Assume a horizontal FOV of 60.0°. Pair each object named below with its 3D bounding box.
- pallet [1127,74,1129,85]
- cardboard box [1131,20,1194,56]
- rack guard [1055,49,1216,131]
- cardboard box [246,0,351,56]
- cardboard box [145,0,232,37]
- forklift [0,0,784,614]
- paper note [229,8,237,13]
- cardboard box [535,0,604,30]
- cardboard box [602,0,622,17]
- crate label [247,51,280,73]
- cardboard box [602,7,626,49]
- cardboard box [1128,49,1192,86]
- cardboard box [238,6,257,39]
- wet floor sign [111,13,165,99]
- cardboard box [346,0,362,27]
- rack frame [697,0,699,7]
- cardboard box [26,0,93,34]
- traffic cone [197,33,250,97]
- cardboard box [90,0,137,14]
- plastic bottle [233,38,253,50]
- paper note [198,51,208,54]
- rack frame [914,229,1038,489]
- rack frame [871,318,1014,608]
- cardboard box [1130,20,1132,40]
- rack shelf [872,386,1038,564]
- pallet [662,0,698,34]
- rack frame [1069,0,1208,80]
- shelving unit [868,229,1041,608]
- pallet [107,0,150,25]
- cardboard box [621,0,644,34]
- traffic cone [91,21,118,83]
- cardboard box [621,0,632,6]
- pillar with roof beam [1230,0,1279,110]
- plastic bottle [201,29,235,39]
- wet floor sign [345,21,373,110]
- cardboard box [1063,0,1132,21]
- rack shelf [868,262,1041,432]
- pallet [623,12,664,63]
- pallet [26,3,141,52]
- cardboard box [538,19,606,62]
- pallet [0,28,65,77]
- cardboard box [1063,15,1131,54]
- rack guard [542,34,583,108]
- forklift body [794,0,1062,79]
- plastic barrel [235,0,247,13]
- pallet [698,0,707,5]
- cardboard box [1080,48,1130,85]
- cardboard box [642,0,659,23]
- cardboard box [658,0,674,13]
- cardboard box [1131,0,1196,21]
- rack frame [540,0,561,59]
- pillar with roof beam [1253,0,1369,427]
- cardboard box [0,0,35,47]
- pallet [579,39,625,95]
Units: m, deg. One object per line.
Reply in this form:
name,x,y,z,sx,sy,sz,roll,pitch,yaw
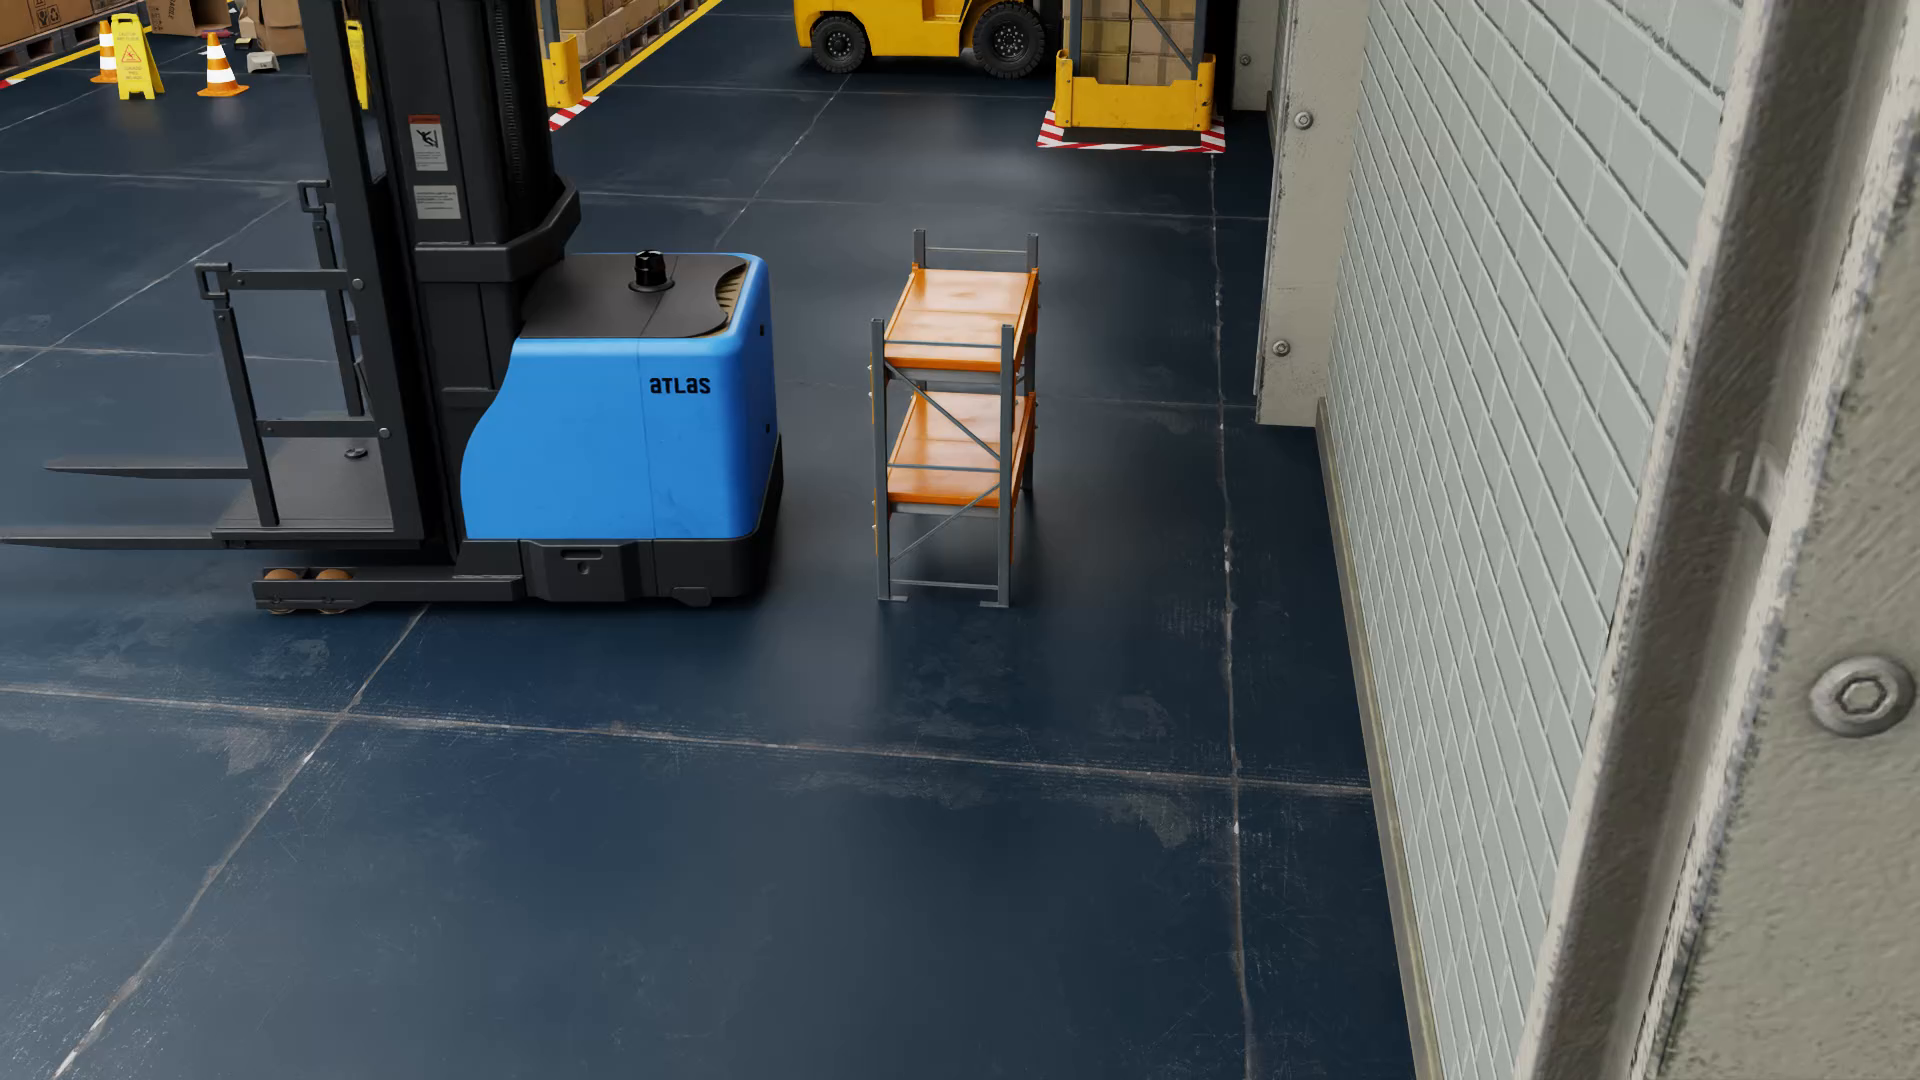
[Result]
pallet,1.366,-3.631,13.268,1.003,0.211,1.213,3,28,6
cardboard box,1.578,-3.900,12.756,0.500,0.250,0.500,4,29,7
rack guard,1.311,-3.385,12.505,1.175,0.500,0.348,3,28,6
cardboard box,-5.910,-4.658,14.866,0.797,0.503,0.637,-17,33,-29
cardboard box,-7.219,-5.016,15.531,0.500,0.500,0.500,8,29,15
forklift,-2.261,-1.263,6.004,3.031,2.935,1.130,0,28,0
paper note,-7.231,-5.230,16.425,0.147,0.020,0.142,-17,33,-29
cardboard box,-3.237,-4.462,13.536,0.500,0.500,0.500,2,28,4
cardboard box,-3.177,-4.709,13.993,0.500,0.500,0.500,2,28,4
crate label,-5.949,-4.078,14.176,0.250,0.136,0.298,-11,30,-20
cardboard box,-3.169,-4.361,14.138,0.500,0.250,0.500,4,29,8
cardboard box,1.568,-3.691,12.894,0.500,0.250,0.500,3,29,6
cardboard box,-6.430,-4.786,15.354,0.396,0.266,0.258,8,29,15
wet floor sign,-6.576,-3.858,13.231,0.267,0.644,0.232,-1,28,-3
cardboard box,-5.804,-5.158,15.651,0.797,0.637,0.503,3,28,6
rack frame,-3.122,-6.666,15.961,1.000,3.000,0.127,3,28,6
cardboard box,-8.414,-5.010,14.684,0.875,0.875,0.875,3,28,5
traffic cone,-5.984,-3.848,13.405,0.336,0.463,0.334,3,28,6
cardboard box,-8.301,-5.439,15.481,0.875,0.875,0.875,4,29,7
plastic bottle,-6.465,-4.485,15.010,0.133,0.061,0.283,-6,29,-11
paper note,-6.666,-4.335,14.766,0.144,0.017,0.142,14,31,24
rack frame,0.063,-0.738,6.933,0.500,1.125,0.032,3,28,6
rack frame,-0.061,-0.259,6.045,0.500,1.125,0.032,3,28,6
cardboard box,1.136,-4.174,13.263,0.500,0.250,0.500,3,28,6
rack shelf,0.001,-0.283,6.605,0.538,0.278,1.000,3,28,6
pallet,-3.170,-5.120,16.031,1.003,0.211,1.213,3,28,6
rack frame,1.314,-4.496,11.933,1.000,3.000,0.127,3,28,6
shelving unit,0.001,-0.498,6.489,0.538,1.125,1.048,3,28,6
pallet,-8.218,-5.325,16.412,1.003,0.211,1.213,3,28,6
cardboard box,-3.115,-4.619,14.616,0.500,0.250,0.500,5,29,10
traffic cone,-7.063,-4.074,13.824,0.336,0.463,0.334,3,28,6
cardboard box,-3.108,-4.944,14.431,0.500,0.500,0.500,4,29,7
pillar with roof beam,-1.979,-7.663,11.486,9.100,9.000,0.400,3,28,6
plastic bottle,-6.856,-4.682,15.377,0.283,0.061,0.133,-6,29,-11
wet floor sign,-4.698,-3.719,12.973,0.267,0.644,0.232,14,31,24
cardboard box,1.061,-4.146,12.685,0.500,0.250,0.500,4,29,8
rack shelf,0.001,-0.756,6.350,0.538,0.278,1.000,3,28,6
pallet,-3.317,-4.544,14.962,1.003,0.211,1.213,3,28,6
pallet,-8.365,-4.749,15.343,1.003,0.211,1.213,3,28,6
cardboard box,-3.239,-4.121,13.693,0.500,0.250,0.500,3,28,6
pallet,-8.517,-4.176,14.280,1.003,0.211,1.213,3,28,6
cardboard box,1.064,-3.938,12.826,0.500,0.250,0.500,3,28,6
rack guard,-3.603,-3.718,13.125,1.175,0.500,0.348,3,28,6
forklift body,-0.264,-5.121,13.988,2.313,2.155,1.214,3,28,6
plastic barrel,-6.664,-5.149,15.861,0.421,0.421,0.512,-24,36,-37
pallet,-3.029,-5.805,17.302,1.003,0.211,1.213,3,28,6
cardboard box,1.058,-3.710,12.931,0.500,0.250,0.500,4,29,7
cardboard box,-3.050,-4.856,15.057,0.500,0.250,0.500,4,29,7
cardboard box,-2.983,-5.095,15.501,0.500,0.250,0.500,3,28,5
cardboard box,1.561,-4.126,12.648,0.500,0.250,0.500,3,28,5
rack frame,-3.613,-4.783,12.466,1.000,3.000,0.127,3,28,6
pillar with roof beam,-2.714,-4.839,6.244,9.100,9.000,0.400,3,28,6
cardboard box,-8.520,-4.596,13.915,0.875,0.875,0.875,4,29,6
pallet,-3.469,-3.972,13.899,1.003,0.211,1.213,3,28,6
